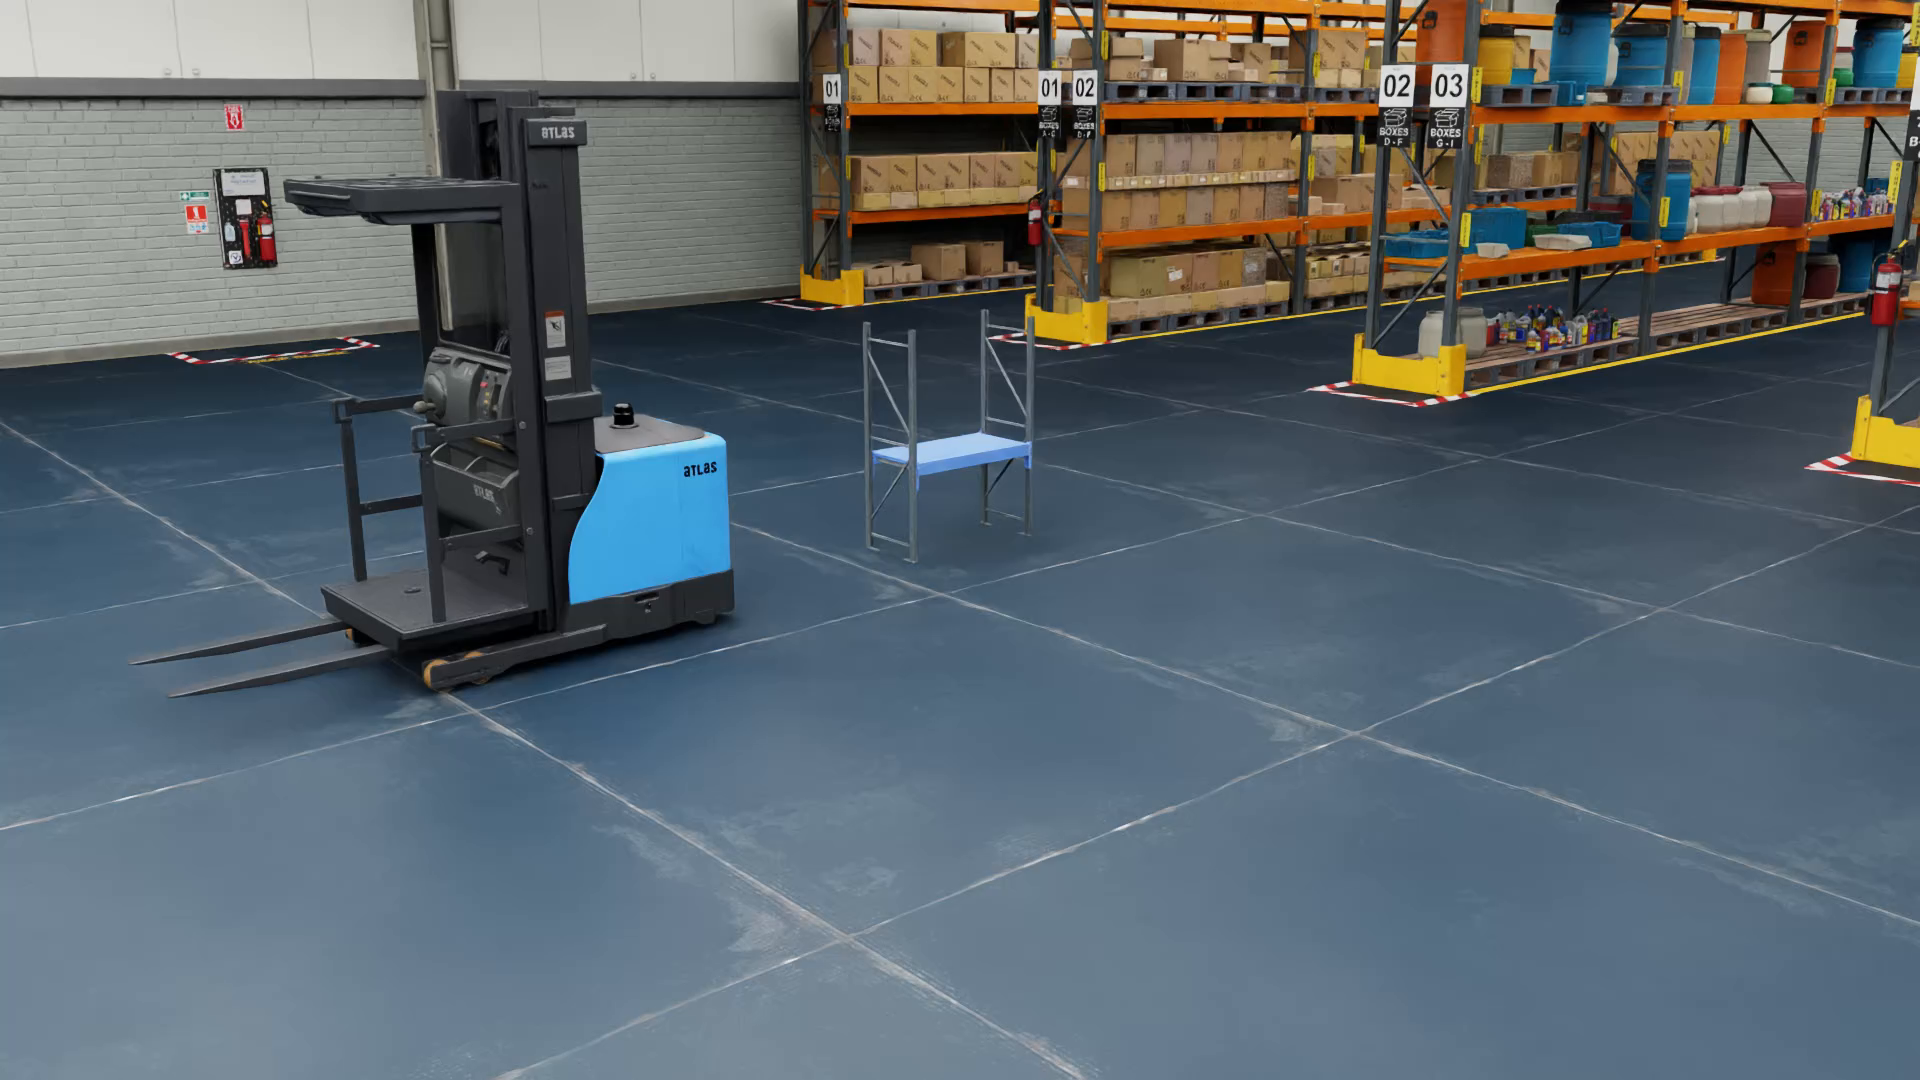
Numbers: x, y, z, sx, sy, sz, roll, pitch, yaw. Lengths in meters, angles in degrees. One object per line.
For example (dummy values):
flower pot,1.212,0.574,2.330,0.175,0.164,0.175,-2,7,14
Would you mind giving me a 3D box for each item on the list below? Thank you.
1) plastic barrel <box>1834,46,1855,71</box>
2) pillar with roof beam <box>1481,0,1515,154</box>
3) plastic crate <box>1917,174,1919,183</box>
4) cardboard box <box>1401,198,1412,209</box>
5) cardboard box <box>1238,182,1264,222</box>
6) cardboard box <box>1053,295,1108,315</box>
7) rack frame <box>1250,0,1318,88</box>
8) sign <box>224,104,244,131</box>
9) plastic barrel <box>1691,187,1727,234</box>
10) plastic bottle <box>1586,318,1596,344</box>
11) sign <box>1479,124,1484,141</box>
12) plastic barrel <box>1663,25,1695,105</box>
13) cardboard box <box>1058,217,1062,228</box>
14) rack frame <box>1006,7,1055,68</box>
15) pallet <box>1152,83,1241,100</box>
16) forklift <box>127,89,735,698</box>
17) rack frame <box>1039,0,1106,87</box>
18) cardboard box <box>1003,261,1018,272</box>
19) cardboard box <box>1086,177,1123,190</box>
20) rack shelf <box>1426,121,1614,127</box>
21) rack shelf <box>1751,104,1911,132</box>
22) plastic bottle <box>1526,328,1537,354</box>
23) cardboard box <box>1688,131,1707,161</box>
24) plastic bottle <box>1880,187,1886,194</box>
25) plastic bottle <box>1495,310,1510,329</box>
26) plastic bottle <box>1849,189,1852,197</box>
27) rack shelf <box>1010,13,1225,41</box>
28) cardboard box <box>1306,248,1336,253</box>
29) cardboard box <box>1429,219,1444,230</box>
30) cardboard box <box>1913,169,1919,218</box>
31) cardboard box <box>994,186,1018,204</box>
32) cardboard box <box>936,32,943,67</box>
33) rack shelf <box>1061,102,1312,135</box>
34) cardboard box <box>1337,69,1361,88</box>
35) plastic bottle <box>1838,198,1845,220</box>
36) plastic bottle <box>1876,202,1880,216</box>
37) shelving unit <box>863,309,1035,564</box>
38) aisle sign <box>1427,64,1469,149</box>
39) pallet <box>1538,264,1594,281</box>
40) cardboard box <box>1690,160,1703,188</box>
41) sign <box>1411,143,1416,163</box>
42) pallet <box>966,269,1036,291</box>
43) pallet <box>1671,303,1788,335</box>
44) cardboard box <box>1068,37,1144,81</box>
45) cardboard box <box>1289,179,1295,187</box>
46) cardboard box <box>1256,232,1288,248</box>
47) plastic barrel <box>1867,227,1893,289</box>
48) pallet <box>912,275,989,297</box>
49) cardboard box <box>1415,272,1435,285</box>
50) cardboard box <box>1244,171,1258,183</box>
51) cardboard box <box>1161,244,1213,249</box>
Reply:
plastic barrel,11.846,-6.401,22.511,0.433,0.535,0.433,0,15,0
pillar with roof beam,14.434,-10.324,32.461,0.400,9.000,9.100,-13,19,-39
plastic crate,14.463,-5.193,24.640,0.583,0.464,0.402,-13,19,-39
cardboard box,6.434,-4.970,24.531,0.250,0.149,0.380,-11,18,-35
cardboard box,3.617,-4.522,22.173,0.500,0.500,0.700,-13,20,-40
cardboard box,1.534,-2.986,21.131,0.500,0.250,0.500,-13,19,-39
rack frame,4.341,-7.539,22.037,0.127,3.000,1.000,-13,19,-39
sign,-8.458,-4.924,19.381,0.199,0.298,0.001,-13,19,-39
plastic barrel,9.009,-3.985,20.094,0.433,0.535,0.433,0,15,0
plastic bottle,7.053,-2.343,18.619,0.133,0.283,0.061,-11,19,-36
sign,10.485,-8.203,33.446,0.005,0.325,0.100,-13,19,-39
plastic barrel,8.325,-5.606,19.643,0.600,0.901,0.600,0,15,0
cardboard box,1.961,-5.175,27.349,0.500,0.250,0.500,-13,20,-41
rack frame,1.087,-8.503,25.645,0.127,3.000,1.000,-13,19,-39
pallet,2.795,-5.692,21.106,1.213,0.211,1.003,-13,19,-39
forklift,-2.730,-0.798,8.559,3.031,2.935,1.130,-13,20,-40
rack frame,1.324,-6.862,19.501,0.127,3.000,1.000,-13,19,-39
cardboard box,0.703,-4.352,26.367,0.380,0.166,0.250,13,20,40
cardboard box,1.761,-4.349,20.270,0.250,0.149,0.380,-13,20,-40
rack shelf,8.868,-6.759,26.323,4.000,0.370,1.077,-13,19,-39
rack shelf,12.116,-5.794,22.710,4.000,0.370,1.077,-13,19,-39
plastic bottle,6.145,-2.139,17.880,0.097,0.271,0.097,0,15,0
cardboard box,12.858,-6.990,29.476,0.500,0.500,0.500,-12,19,-38
plastic bottle,13.052,-4.816,23.563,0.185,0.351,0.144,-13,19,-39
plastic bottle,6.105,-2.417,18.767,0.185,0.351,0.144,-12,19,-37
plastic bottle,12.968,-4.973,24.282,0.133,0.283,0.061,-13,19,-39
rack shelf,2.596,-8.301,27.058,4.000,0.370,1.077,-13,19,-39
cardboard box,5.225,-4.084,24.155,0.500,0.311,0.500,-13,20,-40
cardboard box,9.300,-6.410,33.464,0.500,0.500,0.700,-13,20,-40
cardboard box,8.077,-2.850,13.401,0.500,0.500,0.500,-13,19,-39
cardboard box,0.547,-5.320,25.605,0.500,0.250,0.500,-13,19,-39
cardboard box,-0.602,-7.299,24.779,0.500,0.500,0.500,-13,20,-39
rack shelf,2.833,-5.404,21.249,4.000,0.370,1.077,-13,19,-39
cardboard box,5.225,-6.417,23.124,0.500,0.250,0.500,14,20,42
plastic bottle,11.800,-4.439,22.281,0.133,0.283,0.061,-13,19,-39
plastic bottle,12.713,-4.610,23.082,0.097,0.201,0.097,0,15,0
shelving unit,-0.064,-0.710,11.002,1.048,1.500,0.538,-13,19,-39
aisle sign,4.711,-4.185,16.068,0.004,0.787,0.394,-13,19,-39
pallet,9.788,-4.504,27.702,1.213,0.211,1.003,-13,19,-39
cardboard box,12.846,-6.505,29.595,0.500,0.500,0.500,-12,19,-39
sign,6.996,-5.944,25.599,0.005,0.325,0.100,-13,19,-39
pallet,0.603,-4.137,26.328,1.213,0.211,1.003,-13,19,-39
pallet,9.998,-2.883,21.633,1.213,0.211,1.003,-13,19,-39
cardboard box,1.760,-5.829,20.163,0.637,0.503,0.797,-11,18,-36
cardboard box,5.858,-6.486,30.169,0.250,0.149,0.380,-12,19,-38
cardboard box,5.410,-5.693,30.101,0.750,0.750,0.750,-13,20,-40
plastic barrel,13.204,-4.131,24.157,0.708,0.901,0.600,-13,19,-39
pallet,-0.317,-3.929,25.550,1.213,0.211,1.003,-13,19,-39
cardboard box,6.736,-3.968,24.808,0.500,0.250,0.500,-13,20,-40
cardboard box,3.696,-4.784,21.896,0.250,0.149,0.380,-13,20,-39
cardboard box,3.032,-3.691,22.315,0.500,0.500,0.500,-13,19,-39
